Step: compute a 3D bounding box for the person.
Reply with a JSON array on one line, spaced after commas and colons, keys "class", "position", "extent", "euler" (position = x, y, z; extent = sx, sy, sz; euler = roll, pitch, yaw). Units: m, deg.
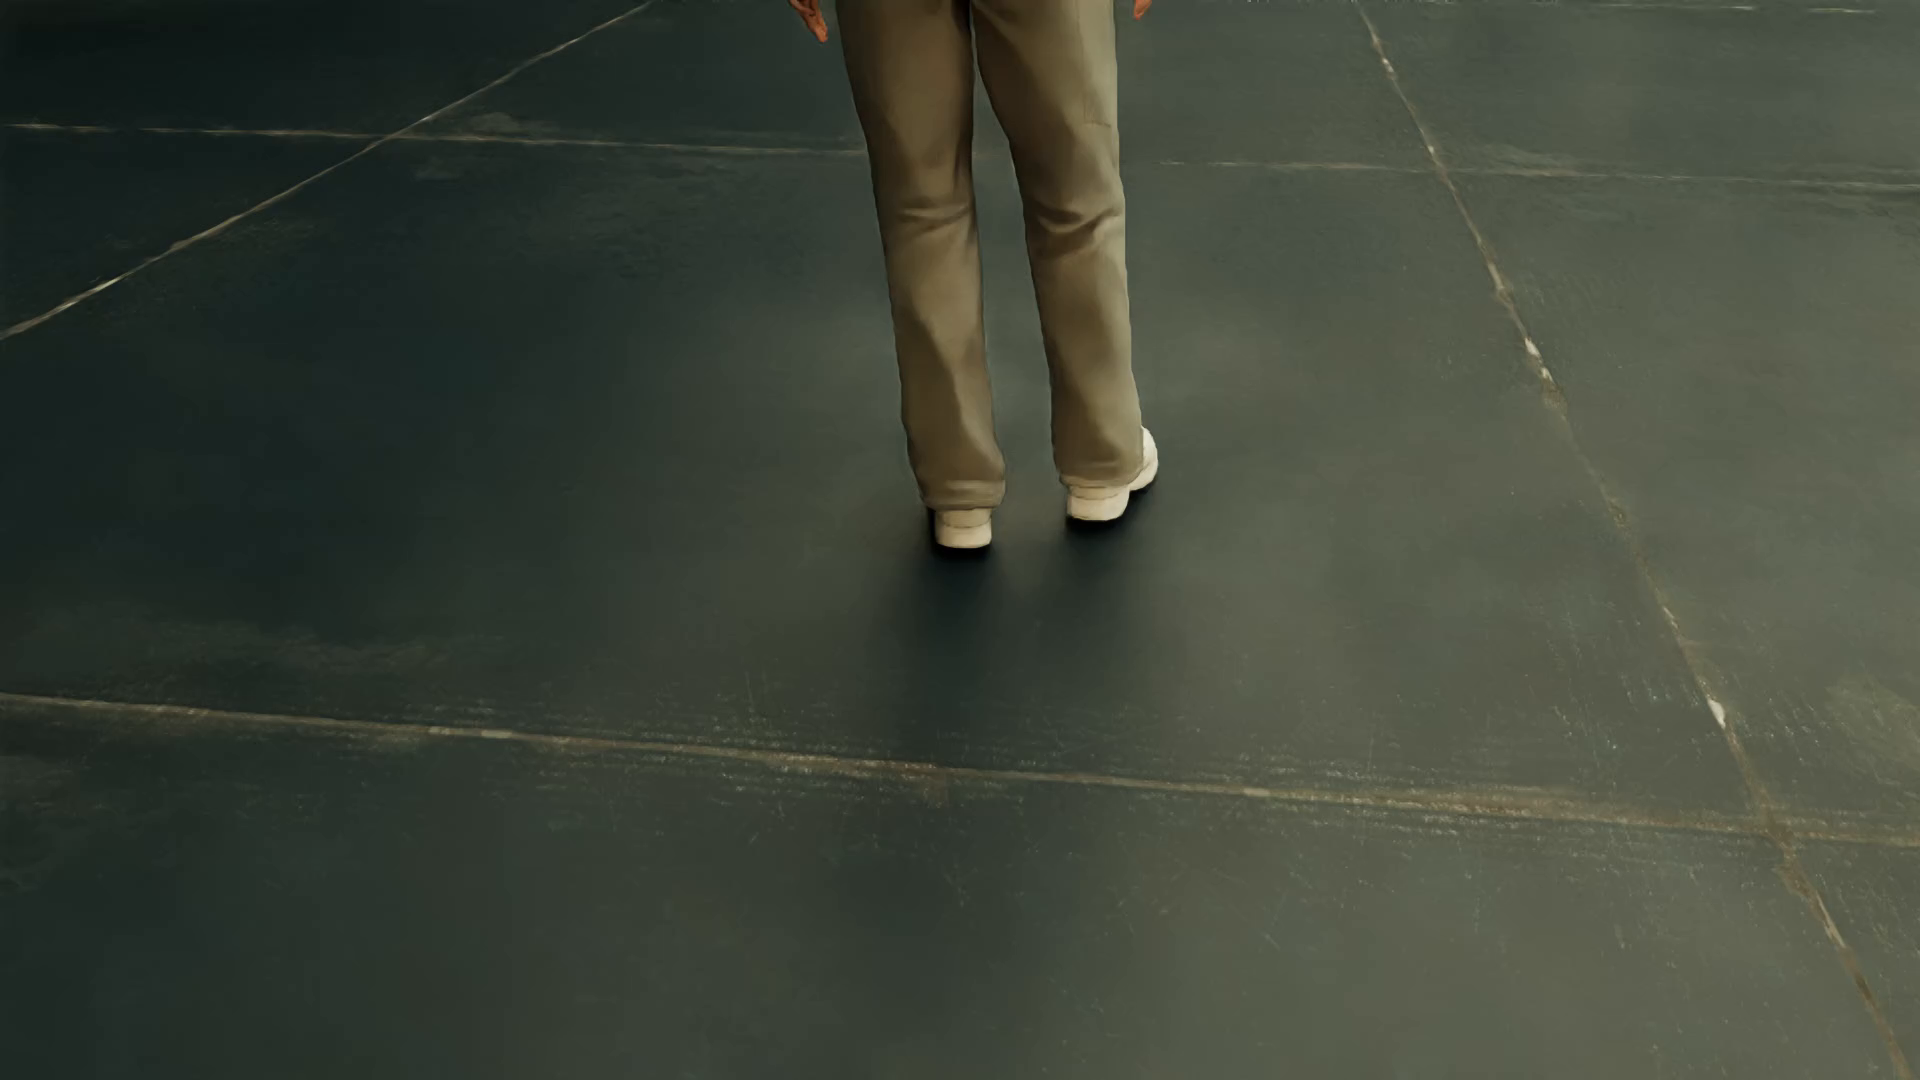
[{"class": "person", "position": [0.023, -0.788, 2.187], "extent": [0.550, 1.674, 0.548], "euler": [3, 27, 7]}]
